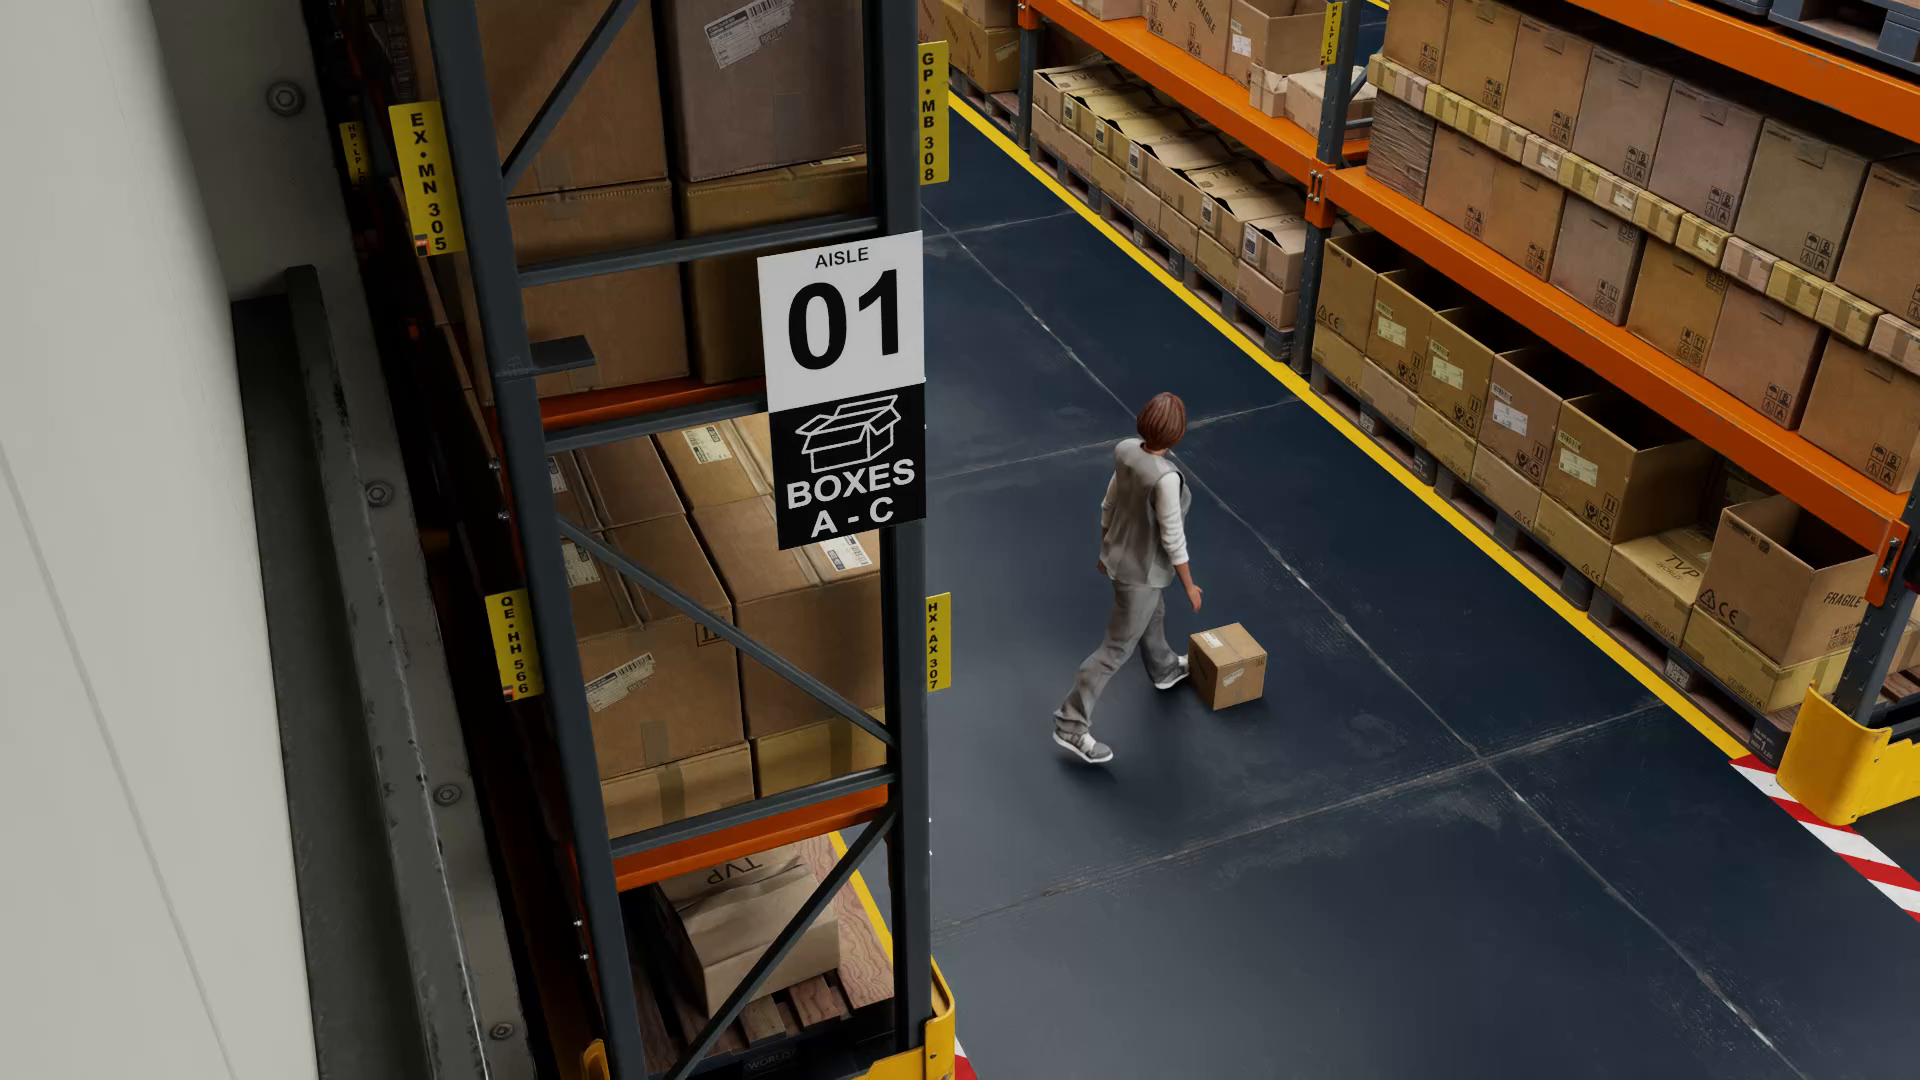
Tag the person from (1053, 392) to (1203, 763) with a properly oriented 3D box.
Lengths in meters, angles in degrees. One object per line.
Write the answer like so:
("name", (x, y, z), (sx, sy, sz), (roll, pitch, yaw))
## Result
("person", (0.765, 0.130, 6.866), (0.844, 1.554, 0.549), (-10, 35, -14))
